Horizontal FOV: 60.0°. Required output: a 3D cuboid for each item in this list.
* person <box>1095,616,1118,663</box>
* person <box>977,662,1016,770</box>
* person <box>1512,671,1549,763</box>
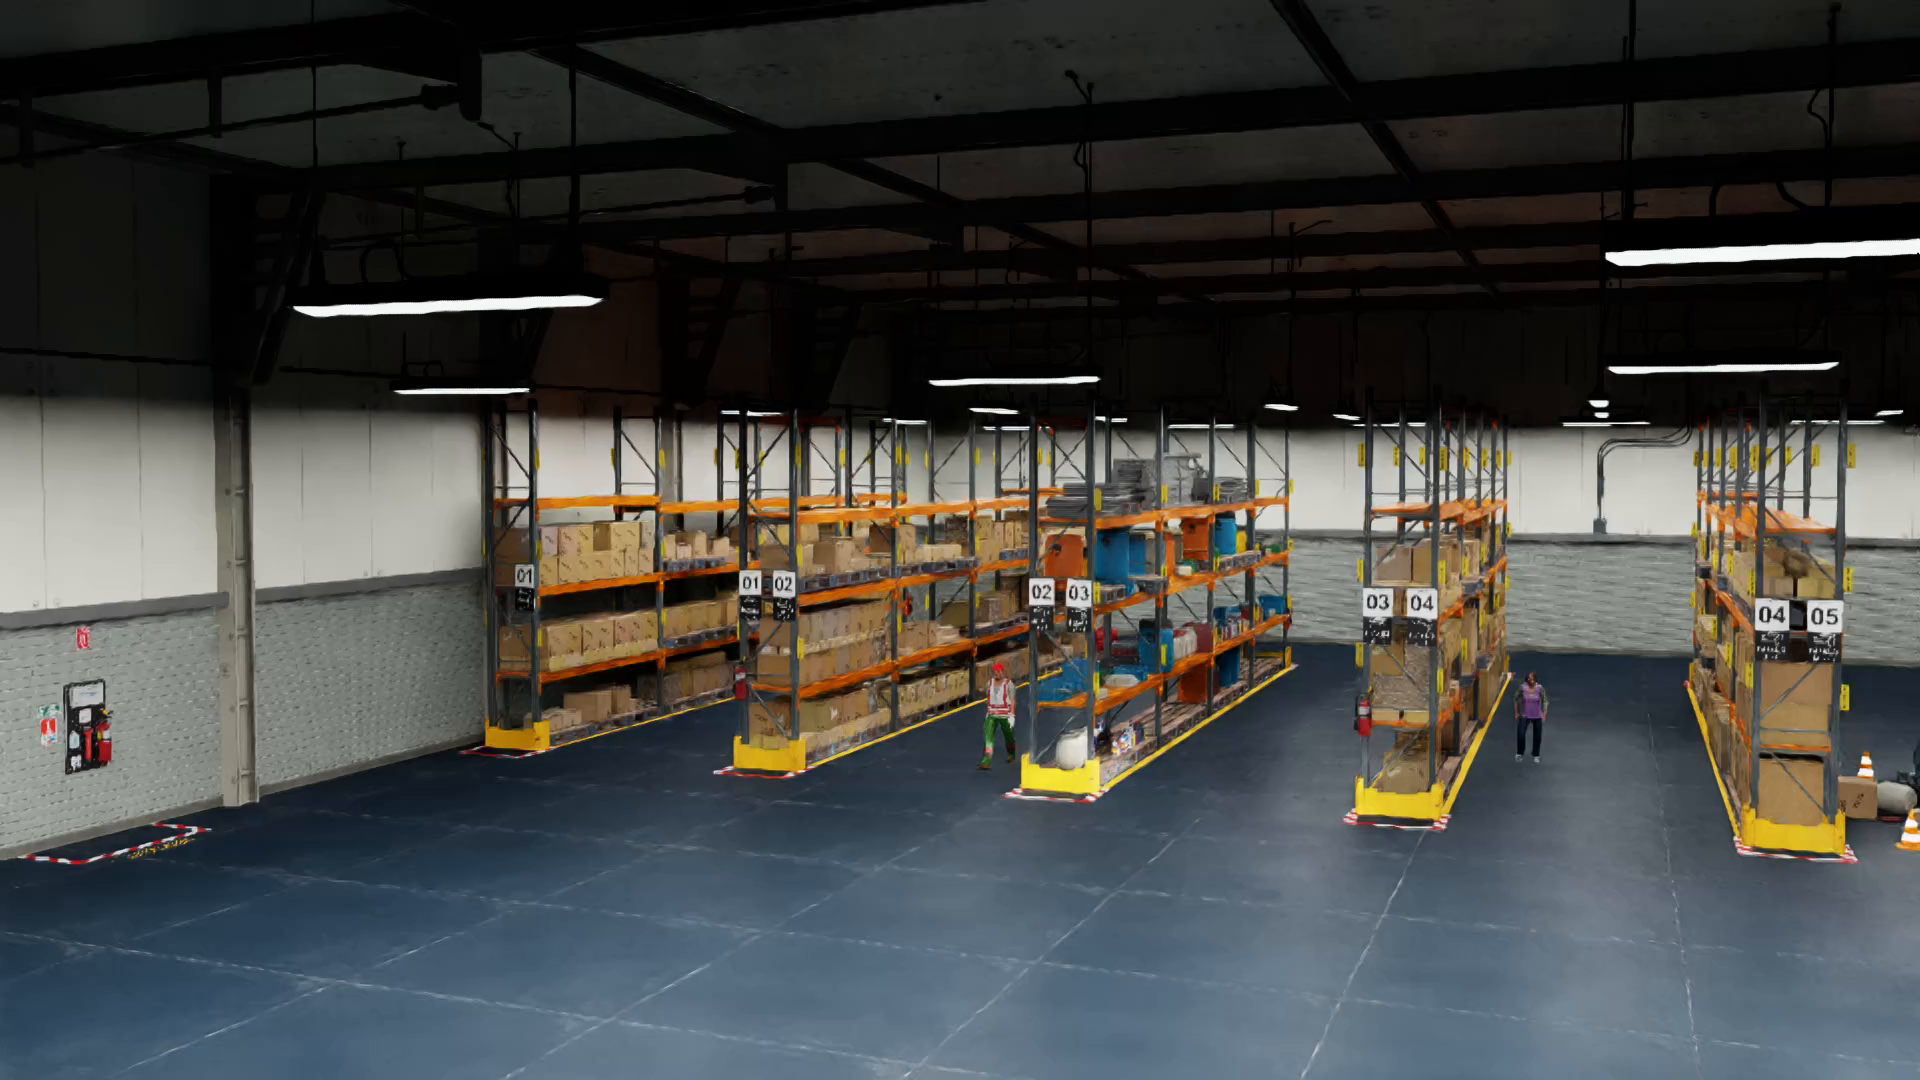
[{"bbox_3d":[3.072,2.421,35.307,0.542,1.645,1.126,1,3,24],"label":"person"},{"bbox_3d":[0.631,2.810,26.786,0.550,1.709,1.128,1,3,19],"label":"person"},{"bbox_3d":[9.353,2.908,27.276,0.566,1.508,0.519,1,3,19],"label":"person"}]
